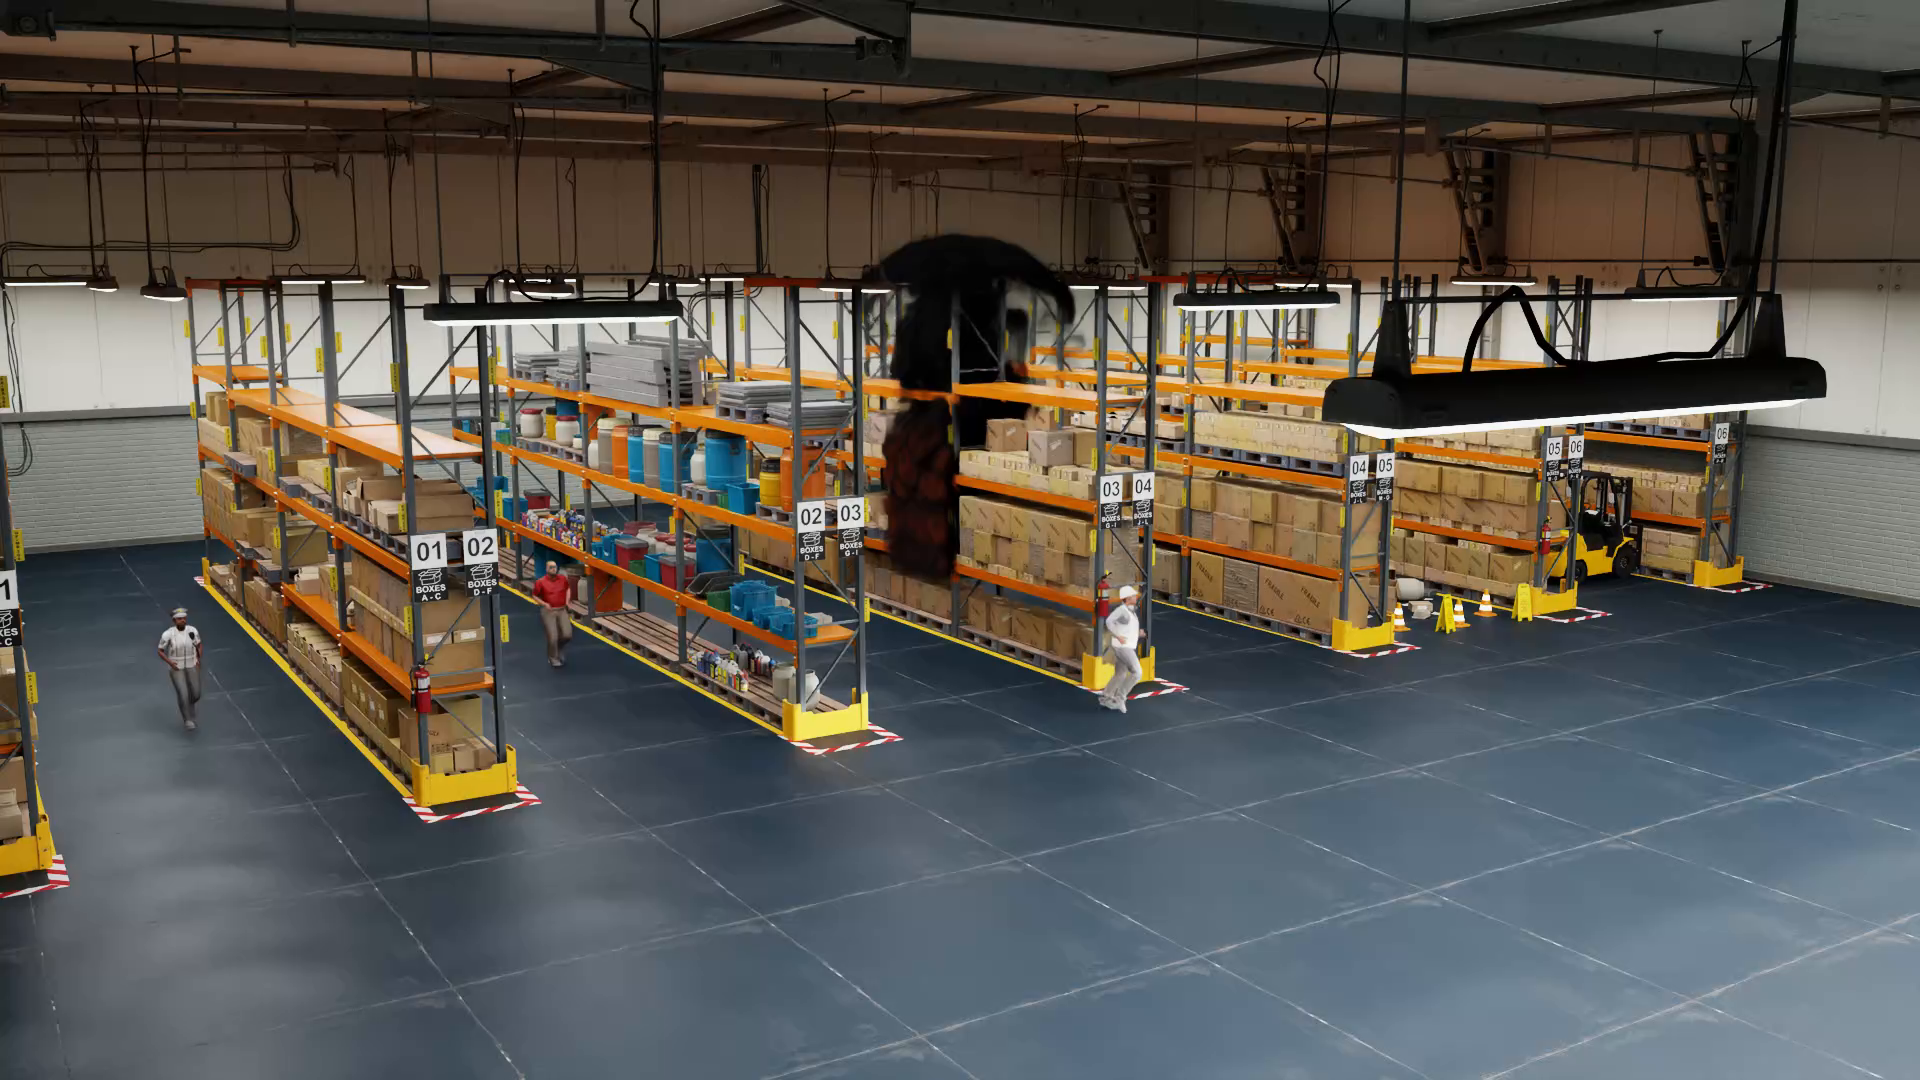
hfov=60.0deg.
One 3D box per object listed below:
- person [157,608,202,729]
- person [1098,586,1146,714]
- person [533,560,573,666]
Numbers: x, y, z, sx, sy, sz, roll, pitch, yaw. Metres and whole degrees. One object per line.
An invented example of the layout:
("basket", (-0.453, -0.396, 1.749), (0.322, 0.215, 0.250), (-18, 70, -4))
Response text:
("person", (-10.639, 1.736, 22.739), (0.584, 1.672, 0.557), (-8, 12, -38))
("person", (2.318, 1.538, 23.682), (0.650, 1.767, 0.697), (2, 10, 11))
("person", (-6.335, 1.154, 26.045), (0.638, 1.681, 0.586), (-6, 11, -32))
